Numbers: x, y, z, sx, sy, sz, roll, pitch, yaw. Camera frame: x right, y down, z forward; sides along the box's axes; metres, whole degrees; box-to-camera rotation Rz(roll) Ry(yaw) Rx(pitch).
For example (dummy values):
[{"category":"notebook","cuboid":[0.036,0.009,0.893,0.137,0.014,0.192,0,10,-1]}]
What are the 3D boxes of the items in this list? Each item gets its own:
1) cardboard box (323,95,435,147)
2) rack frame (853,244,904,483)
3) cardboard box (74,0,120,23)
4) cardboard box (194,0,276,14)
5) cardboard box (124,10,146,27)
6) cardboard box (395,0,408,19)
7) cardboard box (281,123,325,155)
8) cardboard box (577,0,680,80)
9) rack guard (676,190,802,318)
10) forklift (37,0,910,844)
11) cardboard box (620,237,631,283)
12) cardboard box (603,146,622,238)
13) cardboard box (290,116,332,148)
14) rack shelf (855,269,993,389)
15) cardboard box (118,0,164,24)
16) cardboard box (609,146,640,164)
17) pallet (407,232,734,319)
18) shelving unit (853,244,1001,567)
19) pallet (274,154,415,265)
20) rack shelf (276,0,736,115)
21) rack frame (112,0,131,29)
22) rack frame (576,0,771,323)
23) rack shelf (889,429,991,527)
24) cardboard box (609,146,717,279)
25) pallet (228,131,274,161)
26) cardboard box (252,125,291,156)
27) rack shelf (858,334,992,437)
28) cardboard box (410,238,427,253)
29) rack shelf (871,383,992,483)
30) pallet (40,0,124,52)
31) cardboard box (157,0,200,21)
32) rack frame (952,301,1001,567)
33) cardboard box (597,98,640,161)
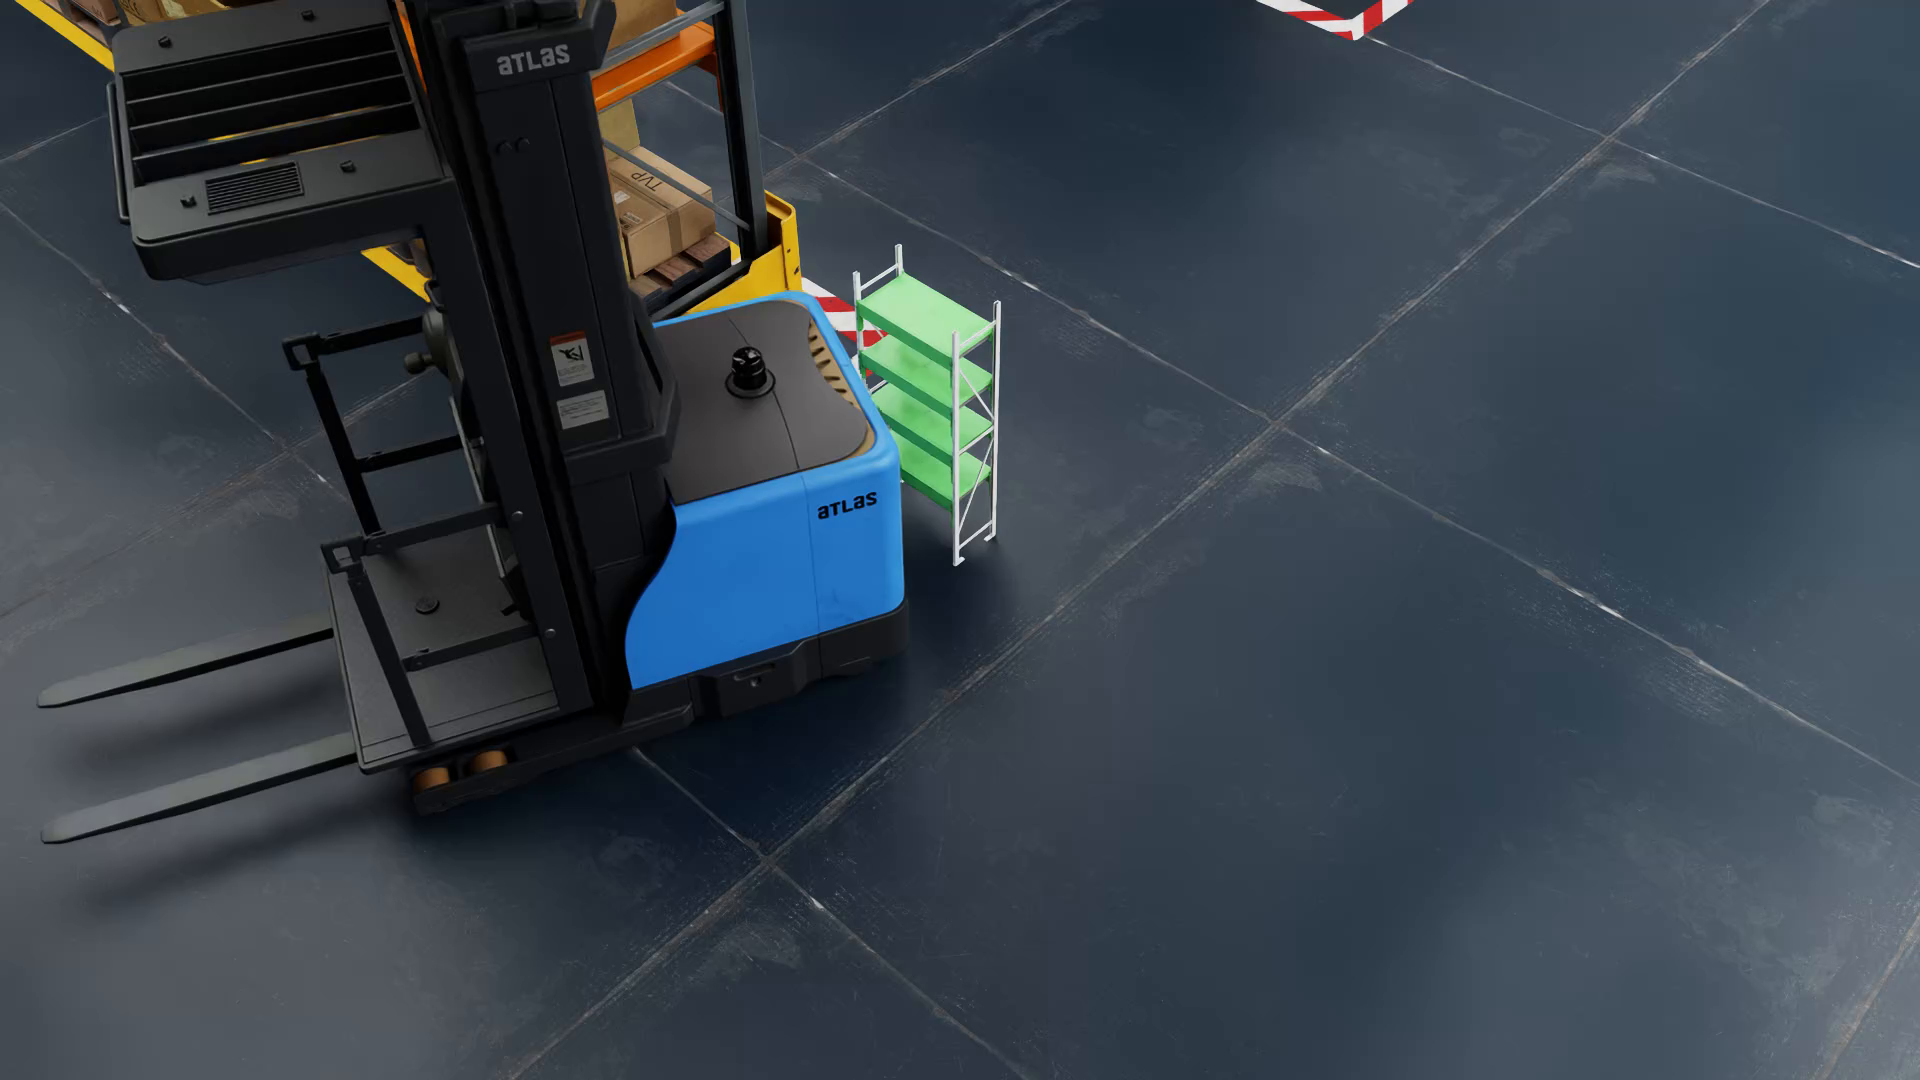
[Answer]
[{"category":"cardboard box","cuboid":[-2.591,-1.992,7.646,0.500,0.500,0.500,34,55,28]},{"category":"rack frame","cuboid":[-0.301,-0.613,6.503,0.015,1.200,0.240,34,55,28]},{"category":"cardboard box","cuboid":[-4.691,-3.170,9.267,0.500,0.250,0.500,33,55,27]},{"category":"cardboard box","cuboid":[-3.326,-2.486,8.110,0.500,0.500,0.500,34,55,28]},{"category":"cardboard box","cuboid":[-4.054,-2.729,8.852,0.500,0.250,0.500,34,55,28]},{"category":"cardboard box","cuboid":[-1.974,-2.469,6.942,0.500,0.500,0.700,35,56,29]},{"category":"cardboard box","cuboid":[-2.955,-1.985,8.154,0.500,0.250,0.500,34,55,28]},{"category":"cardboard box","cuboid":[-1.584,-2.212,6.701,0.500,0.500,0.700,34,55,28]},{"category":"rack guard","cuboid":[-1.232,-1.072,7.414,0.348,0.500,1.175,34,55,28]},{"category":"forklift","cuboid":[-1.759,-0.486,5.196,3.031,2.935,1.130,-16,49,-15]},{"category":"cardboard box","cuboid":[-1.845,-1.249,7.464,0.500,0.250,0.500,34,55,28]},{"category":"cardboard box","cuboid":[-1.846,-1.505,7.189,0.500,0.500,0.500,34,55,28]},{"category":"cardboard box","cuboid":[-2.957,-2.239,7.879,0.500,0.500,0.500,34,55,28]},{"category":"rack shelf","cuboid":[-0.122,-0.777,6.086,0.480,0.148,0.258,34,55,28]},{"category":"cardboard box","cuboid":[-4.061,-2.980,8.574,0.500,0.500,0.500,34,55,28]},{"category":"cardboard box","cuboid":[-1.863,-1.772,7.954,0.500,0.250,0.500,34,55,28]},{"category":"pallet","cuboid":[-1.840,-1.341,7.864,1.213,0.211,1.003,34,55,28]},{"category":"shelving unit","cuboid":[-0.122,-0.493,6.389,0.503,1.200,0.258,34,55,28]},{"category":"pallet","cuboid":[-2.733,-1.944,8.431,1.213,0.211,1.003,34,55,28]},{"category":"rack shelf","cuboid":[-2.720,-2.683,7.705,4.000,0.370,1.077,34,55,28]},{"category":"rack frame","cuboid":[-4.189,-3.918,8.371,0.127,3.000,1.000,34,55,28]},{"category":"rack frame","cuboid":[-1.250,-1.940,6.514,0.127,3.000,1.000,34,55,28]},{"category":"rack shelf","cuboid":[-0.122,-0.285,6.611,0.480,0.148,0.258,34,55,28]},{"category":"cardboard box","cuboid":[-1.493,-1.527,7.724,0.500,0.250,0.500,34,55,28]},{"category":"pallet","cuboid":[-3.633,-2.548,8.997,1.213,0.211,1.003,34,55,28]},{"category":"cardboard box","cuboid":[-3.326,-2.229,8.383,0.500,0.250,0.500,34,55,28]},{"category":"rack shelf","cuboid":[-0.122,-0.613,6.261,0.480,0.148,0.258,34,55,28]},{"category":"cardboard box","cuboid":[-2.220,-1.490,7.690,0.500,0.250,0.500,34,55,28]},{"category":"rack shelf","cuboid":[-0.122,-0.449,6.436,0.480,0.148,0.258,34,55,28]},{"category":"pallet","cuboid":[-4.757,-3.307,9.710,1.213,0.211,1.003,34,55,28]},{"category":"cardboard box","cuboid":[-3.688,-2.737,8.346,0.500,0.500,0.500,34,55,28]},{"category":"rack frame","cuboid":[0.058,-0.372,6.276,0.015,1.200,0.240,34,55,28]},{"category":"cardboard box","cuboid":[-1.862,-2.030,7.682,0.500,0.500,0.500,34,55,28]}]
